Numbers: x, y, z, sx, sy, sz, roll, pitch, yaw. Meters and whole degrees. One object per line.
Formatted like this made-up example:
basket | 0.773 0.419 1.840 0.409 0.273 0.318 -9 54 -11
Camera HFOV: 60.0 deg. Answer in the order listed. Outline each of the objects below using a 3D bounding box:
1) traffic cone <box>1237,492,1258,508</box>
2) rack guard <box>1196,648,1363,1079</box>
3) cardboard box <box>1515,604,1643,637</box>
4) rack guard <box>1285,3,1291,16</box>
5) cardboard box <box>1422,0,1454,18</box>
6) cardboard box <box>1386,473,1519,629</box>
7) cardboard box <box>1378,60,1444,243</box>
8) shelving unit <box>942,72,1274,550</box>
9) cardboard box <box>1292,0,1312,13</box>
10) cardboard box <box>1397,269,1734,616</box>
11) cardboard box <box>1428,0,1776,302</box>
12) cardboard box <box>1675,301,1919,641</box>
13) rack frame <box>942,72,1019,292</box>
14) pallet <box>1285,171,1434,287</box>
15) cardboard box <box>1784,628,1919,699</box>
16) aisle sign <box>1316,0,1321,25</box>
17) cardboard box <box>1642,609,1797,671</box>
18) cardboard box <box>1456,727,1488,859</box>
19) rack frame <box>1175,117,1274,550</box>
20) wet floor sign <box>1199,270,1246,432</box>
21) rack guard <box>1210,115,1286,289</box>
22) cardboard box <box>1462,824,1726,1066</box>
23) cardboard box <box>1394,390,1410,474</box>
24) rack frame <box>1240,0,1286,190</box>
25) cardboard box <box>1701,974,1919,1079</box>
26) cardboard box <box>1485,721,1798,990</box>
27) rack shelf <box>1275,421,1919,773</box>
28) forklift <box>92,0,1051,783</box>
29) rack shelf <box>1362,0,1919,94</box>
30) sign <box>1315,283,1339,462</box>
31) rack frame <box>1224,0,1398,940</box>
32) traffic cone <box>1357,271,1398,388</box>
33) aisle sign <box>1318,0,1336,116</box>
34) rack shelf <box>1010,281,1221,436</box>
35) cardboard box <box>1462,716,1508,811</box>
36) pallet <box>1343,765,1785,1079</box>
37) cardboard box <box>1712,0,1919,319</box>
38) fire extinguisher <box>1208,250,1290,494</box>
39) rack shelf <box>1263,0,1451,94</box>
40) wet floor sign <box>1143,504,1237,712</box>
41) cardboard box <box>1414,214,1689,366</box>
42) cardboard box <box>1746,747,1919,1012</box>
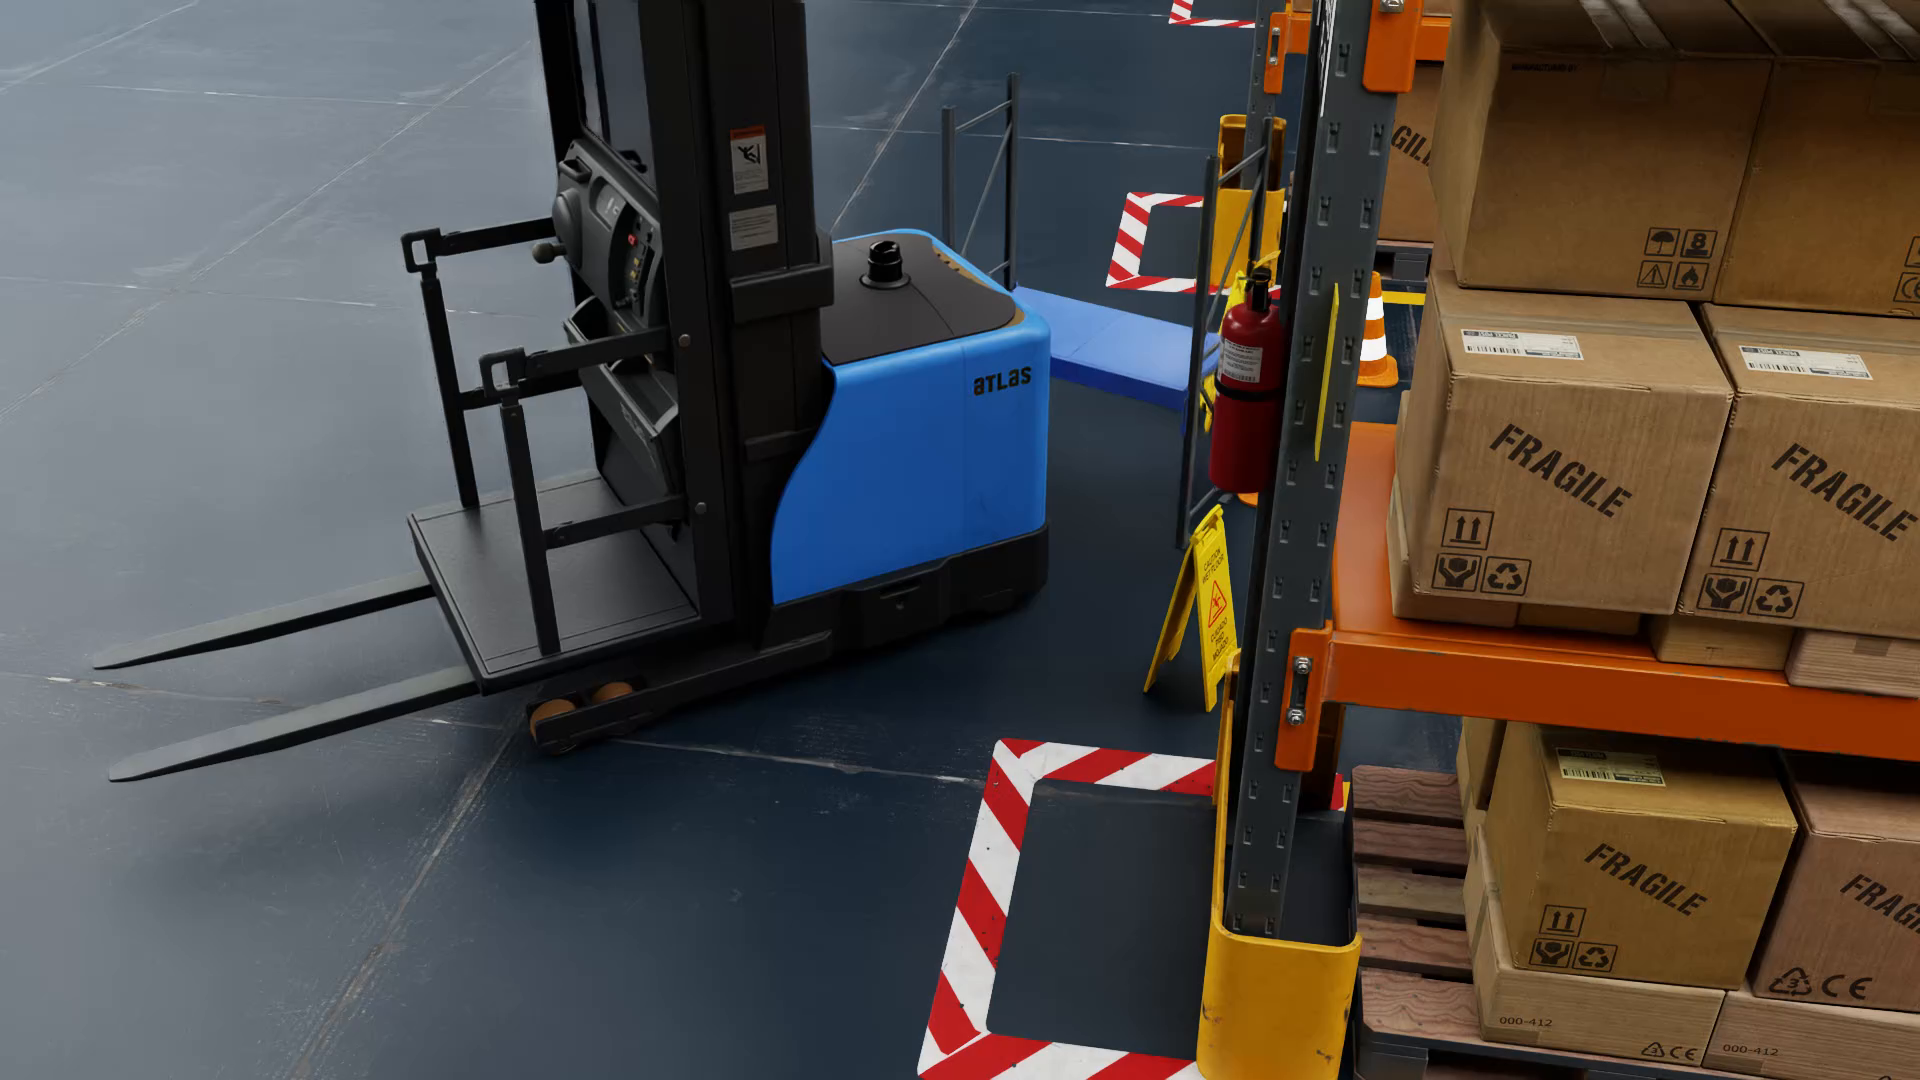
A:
traffic cone | 1.268 -0.400 6.453 0.334 0.463 0.336 5 32 8
rack guard | 0.850 0.838 4.440 0.348 0.500 1.175 5 32 8
cardboard box | 1.326 0.032 3.608 0.250 0.149 0.380 6 32 9
rack guard | 2.517 -4.345 12.720 0.348 0.500 1.175 5 32 8
cardboard box | 2.427 -2.842 7.823 0.550 0.550 0.875 5 32 8
cardboard box | 1.075 0.017 3.632 0.250 0.149 0.380 5 32 8
cardboard box | 2.188 -2.077 8.348 0.875 0.875 0.875 5 32 8
shelving unit | 0.511 -0.855 6.203 1.048 1.500 0.538 18 36 26
cardboard box | 1.882 -2.880 7.883 0.550 0.550 0.875 5 32 8
cardboard box | 1.195 -0.209 3.382 0.500 0.500 0.500 5 32 7
cardboard box | 1.315 -0.889 3.526 0.500 0.500 0.700 4 32 7
cardboard box | 1.706 -0.165 3.311 0.500 0.500 0.500 6 33 10
rack frame | 0.078 -0.996 6.428 0.032 1.500 0.500 18 36 26
pallet | 2.310 -1.613 8.629 1.213 0.211 1.003 5 32 8
cardboard box | 1.817 0.145 3.428 0.250 0.149 0.380 6 32 9
aisle sign | 0.763 -1.487 3.349 0.004 0.787 0.394 5 32 8
cardboard box | 1.574 0.098 3.503 0.250 0.149 0.380 4 32 7
cardboard box | 1.641 0.693 4.511 0.500 0.250 0.500 5 32 8
rack frame | 0.945 -0.714 5.977 0.032 1.500 0.500 18 36 26
wet floor sign | 1.147 -0.795 6.912 0.232 0.644 0.267 0 32 0
rack guard | 1.485 -1.769 8.604 0.348 0.500 1.175 5 32 8
cardboard box | 1.524 0.976 4.059 0.500 0.250 0.500 5 32 8
cardboard box | 1.180 -0.200 3.979 0.250 0.149 0.380 6 33 10
rack frame | 1.508 -2.826 7.938 0.127 3.000 1.000 5 32 8
cardboard box | 2.026 1.026 3.980 0.500 0.250 0.500 6 33 10
cardboard box | 1.547 0.660 3.857 0.500 0.500 0.500 4 32 7
rack shelf | 2.747 0.255 3.693 4.000 0.370 1.077 5 32 8
forklift | -1.236 -0.897 4.920 3.031 2.935 1.130 -16 35 -23
rack shelf | 2.747 -1.016 2.897 4.000 0.370 1.077 5 32 8
sign | 0.684 -0.311 3.104 0.005 0.325 0.100 5 32 8
rack frame | 0.775 -0.228 3.787 0.127 3.000 1.000 5 32 8
traffic cone | 1.793 -0.961 7.348 0.334 0.463 0.336 5 32 8
aisle sign | 0.662 -1.173 2.847 0.004 0.787 0.394 5 32 8
rack shelf | 0.511 -0.703 6.298 1.000 0.185 0.538 18 36 26
cardboard box | 1.609 0.377 4.310 0.500 0.500 0.500 5 32 9
pallet | 1.645 1.052 4.371 1.213 0.211 1.003 5 32 8
cardboard box | 1.813 -0.840 3.448 0.500 0.500 0.700 5 32 9
fire extinguisher | 0.740 -0.447 4.209 0.183 0.674 0.296 5 32 8
rack shelf | 3.480 -2.343 7.843 4.000 0.370 1.077 5 32 8
wet floor sign | 0.768 0.193 5.333 0.232 0.644 0.267 17 36 25
cardboard box | 1.356 -0.492 3.835 0.500 0.500 0.500 5 32 7
cardboard box | 2.063 0.704 3.786 0.500 0.500 0.500 4 32 6
